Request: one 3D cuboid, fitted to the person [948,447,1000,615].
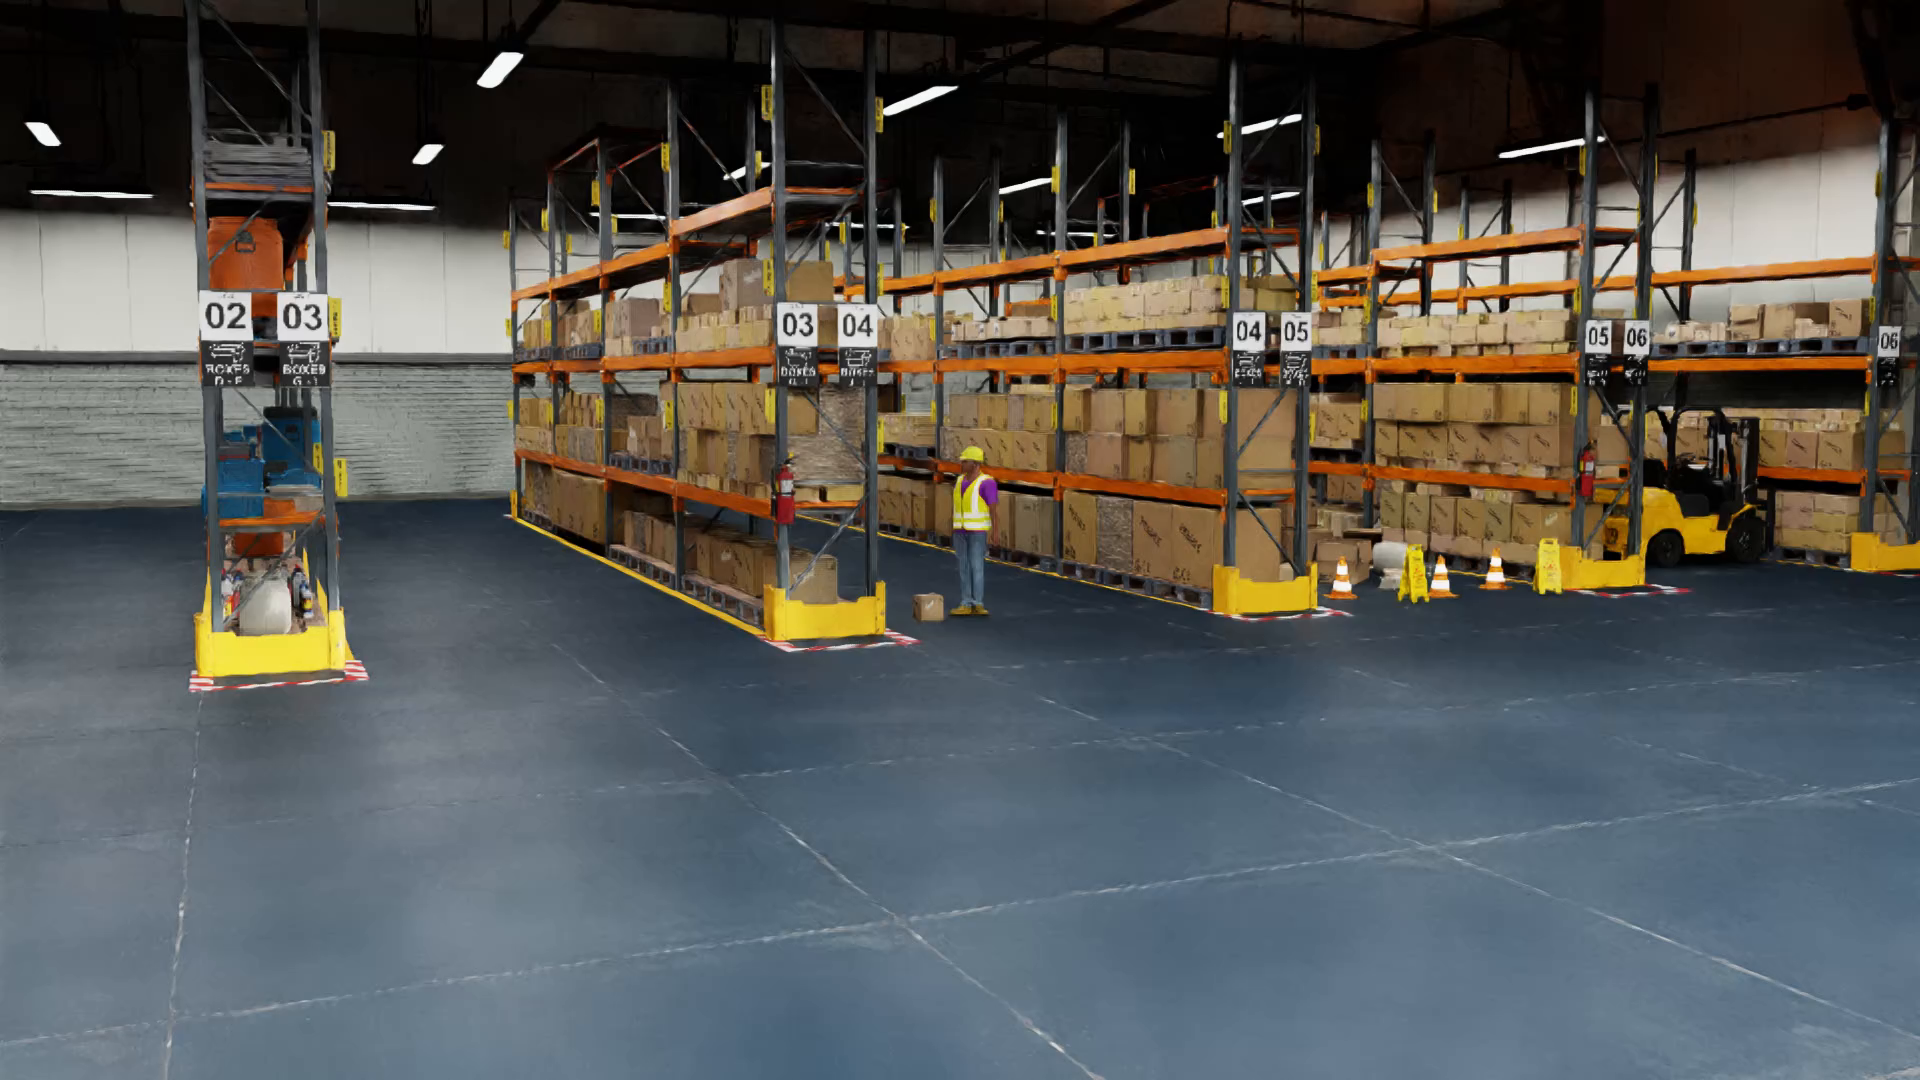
[{"bbox_3d":[0.155,-0.090,17.405,0.714,1.770,0.341,4,7,38],"label":"person"}]
